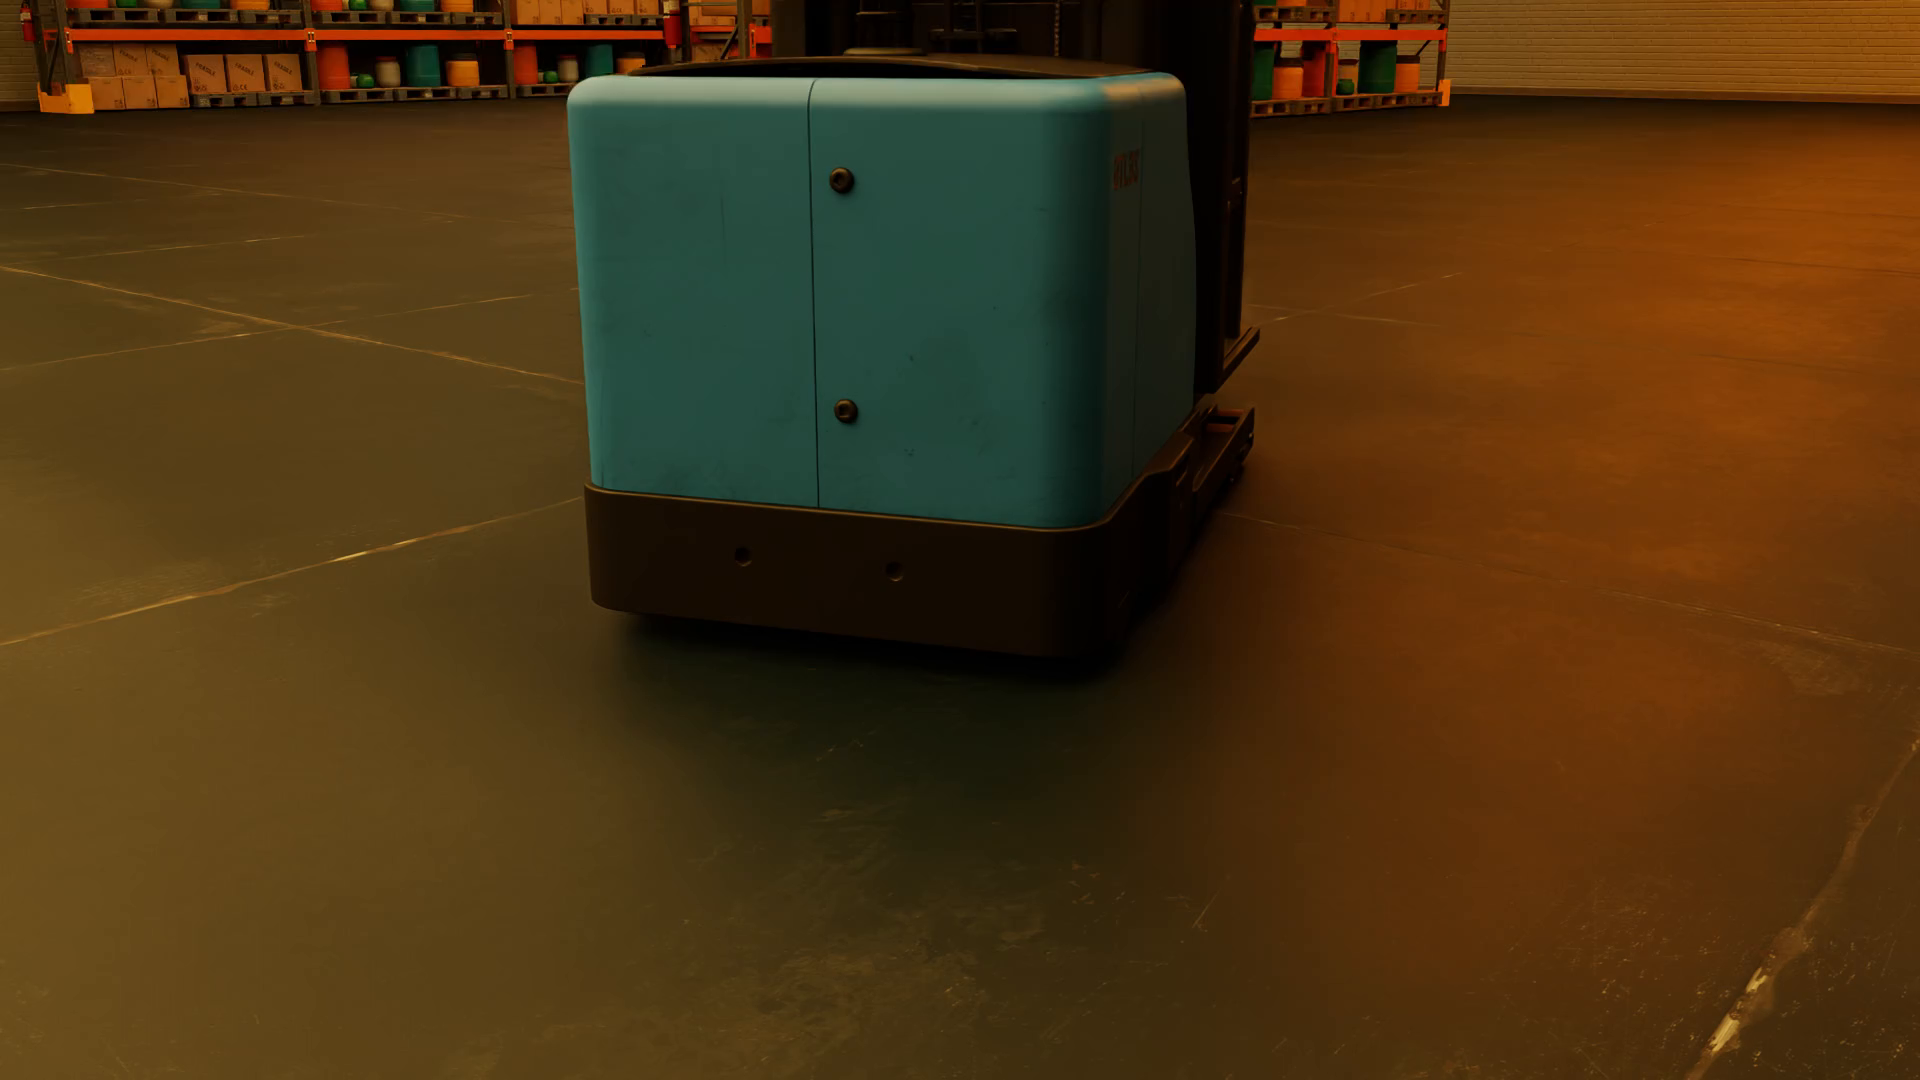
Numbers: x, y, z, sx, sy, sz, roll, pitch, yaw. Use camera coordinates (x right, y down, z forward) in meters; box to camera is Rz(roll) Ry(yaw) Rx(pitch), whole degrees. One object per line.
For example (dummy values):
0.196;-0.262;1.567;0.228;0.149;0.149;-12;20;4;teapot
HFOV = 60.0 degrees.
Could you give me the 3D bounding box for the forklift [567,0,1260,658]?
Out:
0.189;-1.578;4.095;1.130;2.935;3.031;5;18;17;forklift
